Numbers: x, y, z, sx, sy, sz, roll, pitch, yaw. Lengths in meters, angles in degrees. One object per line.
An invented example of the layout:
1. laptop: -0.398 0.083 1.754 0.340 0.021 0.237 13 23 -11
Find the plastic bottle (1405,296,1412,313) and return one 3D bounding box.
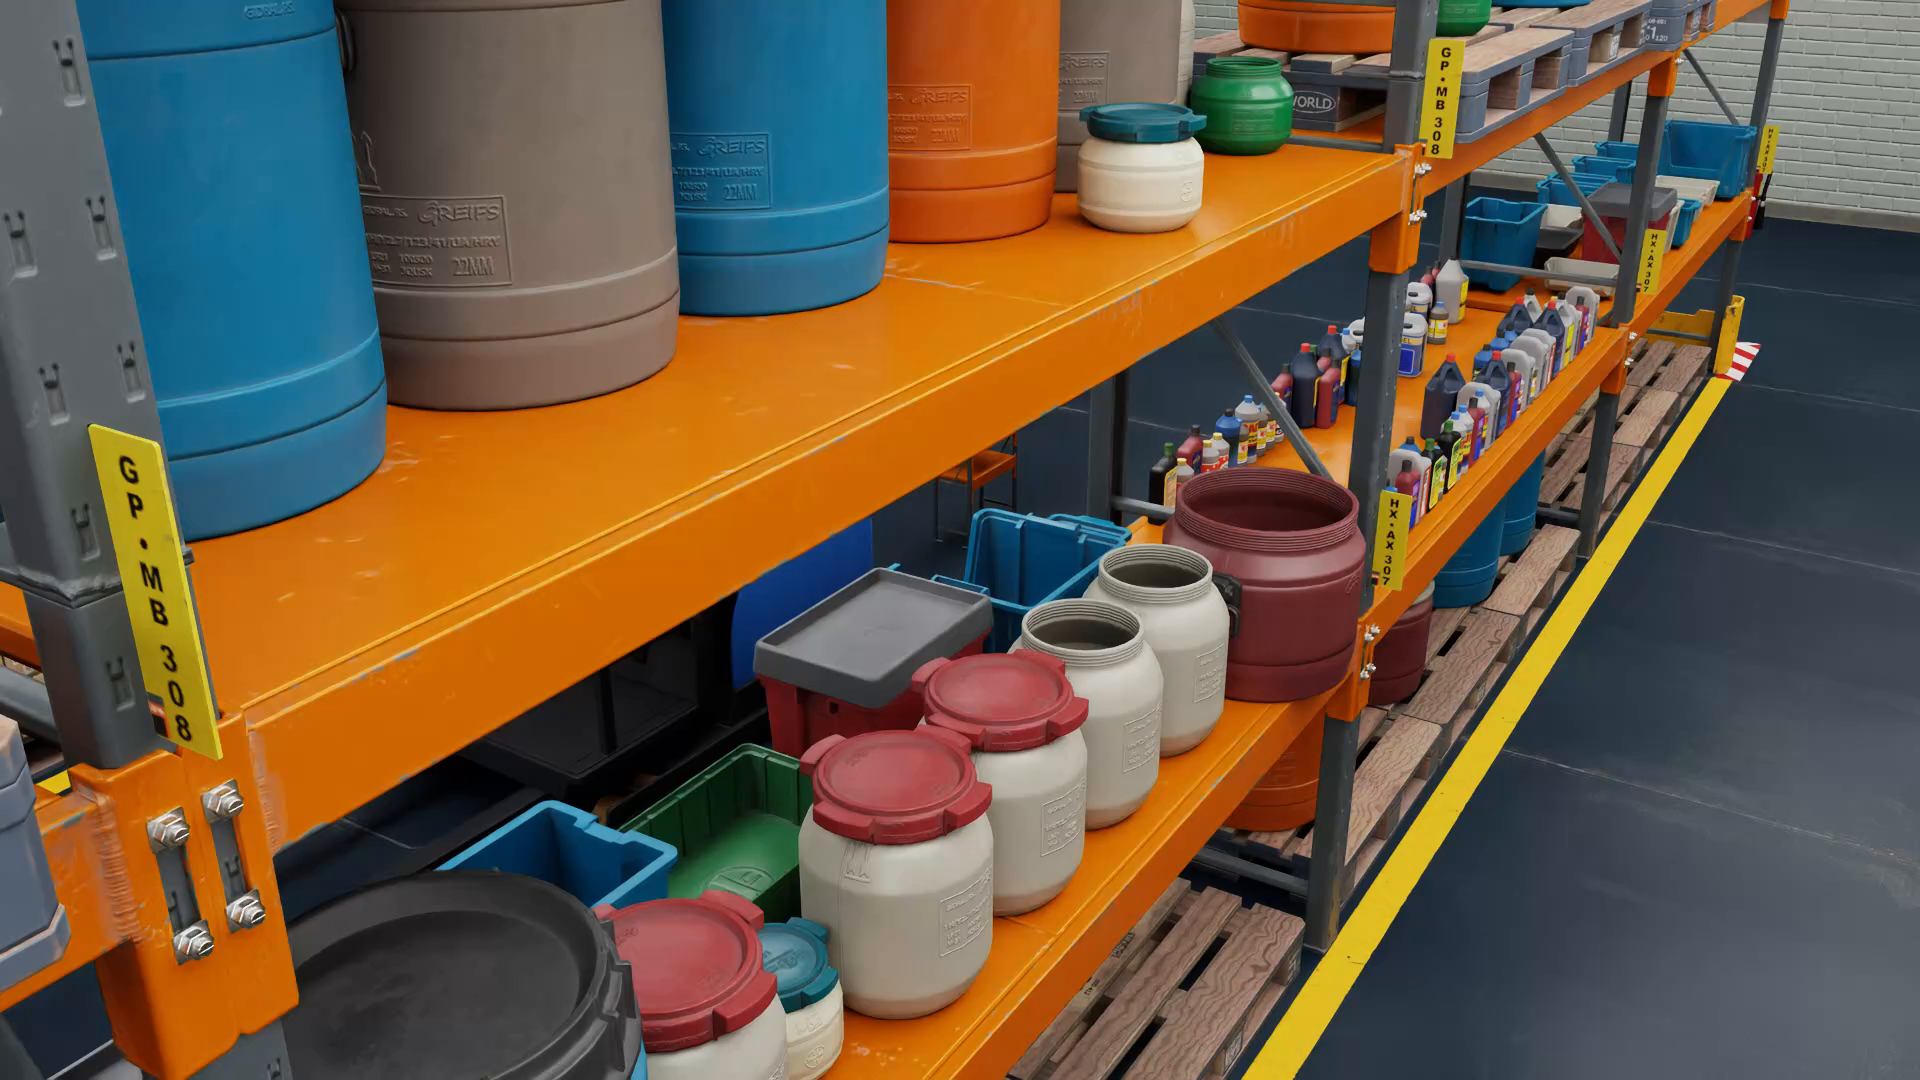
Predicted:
1. plastic bottle: 2.158 -1.093 8.160 0.097 0.271 0.097 0 23 0

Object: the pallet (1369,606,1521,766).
1. pallet: 1.918 0.560 7.691 1.003 0.211 1.213 14 27 29

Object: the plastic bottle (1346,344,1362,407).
1. plastic bottle: 1.760 -0.729 7.321 0.097 0.271 0.097 0 23 0

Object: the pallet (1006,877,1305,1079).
1. pallet: 0.452 1.498 5.524 1.003 0.211 1.213 14 27 29

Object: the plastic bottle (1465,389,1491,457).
1. plastic bottle: 2.090 -0.477 6.739 0.097 0.271 0.097 0 23 0

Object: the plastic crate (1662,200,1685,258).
1. plastic crate: 3.965 -1.835 9.786 0.437 0.282 0.530 14 27 29

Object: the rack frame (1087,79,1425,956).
1. rack frame: 0.894 -0.035 5.555 1.000 3.000 0.127 14 27 29

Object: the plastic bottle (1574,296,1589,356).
1. plastic bottle: 2.987 -1.043 8.030 0.061 0.283 0.133 14 27 29

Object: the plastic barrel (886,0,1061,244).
1. plastic barrel: -0.069 -1.156 3.829 0.600 0.830 0.708 14 27 29

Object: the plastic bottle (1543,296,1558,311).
1. plastic bottle: 2.954 -1.113 8.295 0.097 0.201 0.097 0 23 0

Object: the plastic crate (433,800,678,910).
1. plastic crate: -0.899 0.885 3.450 0.392 0.384 0.575 14 27 29

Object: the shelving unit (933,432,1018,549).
1. shelving unit: 0.087 -0.606 9.141 0.258 1.200 0.503 14 27 29

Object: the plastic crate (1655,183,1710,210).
1. plastic crate: 4.672 -2.234 10.890 0.396 0.136 0.243 14 27 29

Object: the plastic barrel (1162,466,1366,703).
1. plastic barrel: 0.906 0.123 5.020 0.600 0.536 0.708 14 27 29

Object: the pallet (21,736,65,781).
1. pallet: -4.424 0.885 6.939 1.003 0.211 1.213 14 27 29

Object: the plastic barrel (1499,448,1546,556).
1. plastic barrel: 2.702 -0.435 8.591 0.600 0.901 0.708 14 27 29

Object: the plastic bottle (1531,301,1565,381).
1. plastic bottle: 2.699 -0.921 7.664 0.144 0.351 0.185 14 27 29

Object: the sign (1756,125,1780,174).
1. sign: 5.589 -2.700 11.506 0.100 0.325 0.005 14 27 29

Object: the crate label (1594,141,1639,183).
1. crate label: 4.704 -2.671 11.780 0.416 0.233 0.303 14 27 29

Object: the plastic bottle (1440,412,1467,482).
1. plastic bottle: 1.917 -0.367 6.483 0.097 0.271 0.097 0 23 0

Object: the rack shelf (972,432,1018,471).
1. rack shelf: 0.087 -0.545 9.167 0.258 0.148 0.480 14 27 29

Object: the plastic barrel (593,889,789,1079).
1. plastic barrel: -0.525 0.976 3.049 0.433 0.535 0.433 0 23 0

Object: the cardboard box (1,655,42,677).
1. cardboard box: -3.917 0.313 6.979 0.500 0.311 0.500 14 27 29

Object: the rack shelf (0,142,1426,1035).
1. rack shelf: -0.161 -0.406 3.543 1.077 0.370 4.000 14 27 29

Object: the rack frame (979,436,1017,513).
1. rack frame: 0.216 -0.689 9.331 0.240 1.200 0.015 14 27 29

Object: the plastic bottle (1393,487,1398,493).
1. plastic bottle: 1.532 -0.088 5.928 0.097 0.201 0.097 0 23 0

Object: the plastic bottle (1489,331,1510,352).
1. plastic bottle: 2.425 -0.806 7.498 0.097 0.271 0.097 0 23 0

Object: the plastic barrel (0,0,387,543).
1. plastic barrel: -1.133 -0.509 2.242 0.600 0.901 0.708 14 27 29

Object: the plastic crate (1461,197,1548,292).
1. plastic crate: 2.960 -1.634 9.194 0.392 0.384 0.575 14 27 29

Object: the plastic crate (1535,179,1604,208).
1. plastic crate: 3.851 -2.126 10.520 0.416 0.233 0.300 14 27 29

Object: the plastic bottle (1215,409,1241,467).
1. plastic bottle: 1.045 -0.381 6.515 0.097 0.271 0.097 0 23 0

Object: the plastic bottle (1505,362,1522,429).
1. plastic bottle: 2.335 -0.626 7.067 0.061 0.283 0.133 14 27 29

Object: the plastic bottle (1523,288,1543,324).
1. plastic bottle: 2.674 -1.014 7.878 0.144 0.351 0.185 14 27 29

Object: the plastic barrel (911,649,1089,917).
1. plastic barrel: 0.090 0.582 3.958 0.433 0.535 0.433 0 23 0

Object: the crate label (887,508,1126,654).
1. crate label: 0.140 0.227 4.904 0.502 0.435 0.616 14 27 29

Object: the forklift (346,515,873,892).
1. forklift: -1.624 -0.392 6.466 1.130 2.935 3.031 15 28 31

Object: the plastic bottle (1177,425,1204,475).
1. plastic bottle: 0.866 -0.285 6.280 0.061 0.283 0.133 14 27 29

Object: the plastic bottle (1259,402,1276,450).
1. plastic bottle: 1.251 -0.480 6.833 0.097 0.201 0.097 0 23 0

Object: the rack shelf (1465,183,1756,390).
1. rack shelf: 4.059 -1.730 10.376 1.077 0.370 4.000 14 27 29

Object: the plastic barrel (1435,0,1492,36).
1. plastic barrel: 1.648 -1.842 5.621 0.294 0.245 0.294 0 23 0

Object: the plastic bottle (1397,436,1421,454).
1. plastic bottle: 1.673 -0.256 6.229 0.097 0.271 0.097 0 23 0

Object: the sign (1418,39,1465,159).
1. sign: 1.365 -1.251 4.719 0.100 0.325 0.005 14 27 29

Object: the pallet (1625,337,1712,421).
1. pallet: 4.646 -1.185 11.722 1.003 0.211 1.213 14 27 29

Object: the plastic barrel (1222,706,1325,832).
1. plastic barrel: 1.137 0.600 6.292 0.600 0.830 0.708 14 27 29

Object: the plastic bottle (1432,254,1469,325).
1. plastic bottle: 2.521 -1.298 8.534 0.144 0.351 0.185 14 27 29

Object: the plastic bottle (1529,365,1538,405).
1. plastic bottle: 2.503 -0.709 7.363 0.097 0.201 0.097 0 23 0

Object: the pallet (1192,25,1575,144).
1. pallet: 1.380 -1.562 5.546 1.003 0.211 1.213 14 27 29

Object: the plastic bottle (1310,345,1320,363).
1. plastic bottle: 1.515 -0.700 7.239 0.061 0.283 0.133 14 27 29

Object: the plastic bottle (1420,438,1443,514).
1. plastic bottle: 1.750 -0.252 6.202 0.061 0.283 0.133 14 27 29

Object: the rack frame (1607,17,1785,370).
1. rack frame: 5.113 -2.735 11.792 1.000 3.000 0.127 14 27 29

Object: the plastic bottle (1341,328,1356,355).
1. plastic bottle: 1.740 -0.825 7.543 0.097 0.271 0.097 0 23 0

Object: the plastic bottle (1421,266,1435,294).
1. plastic bottle: 2.377 -1.252 8.513 0.061 0.283 0.133 14 27 29
